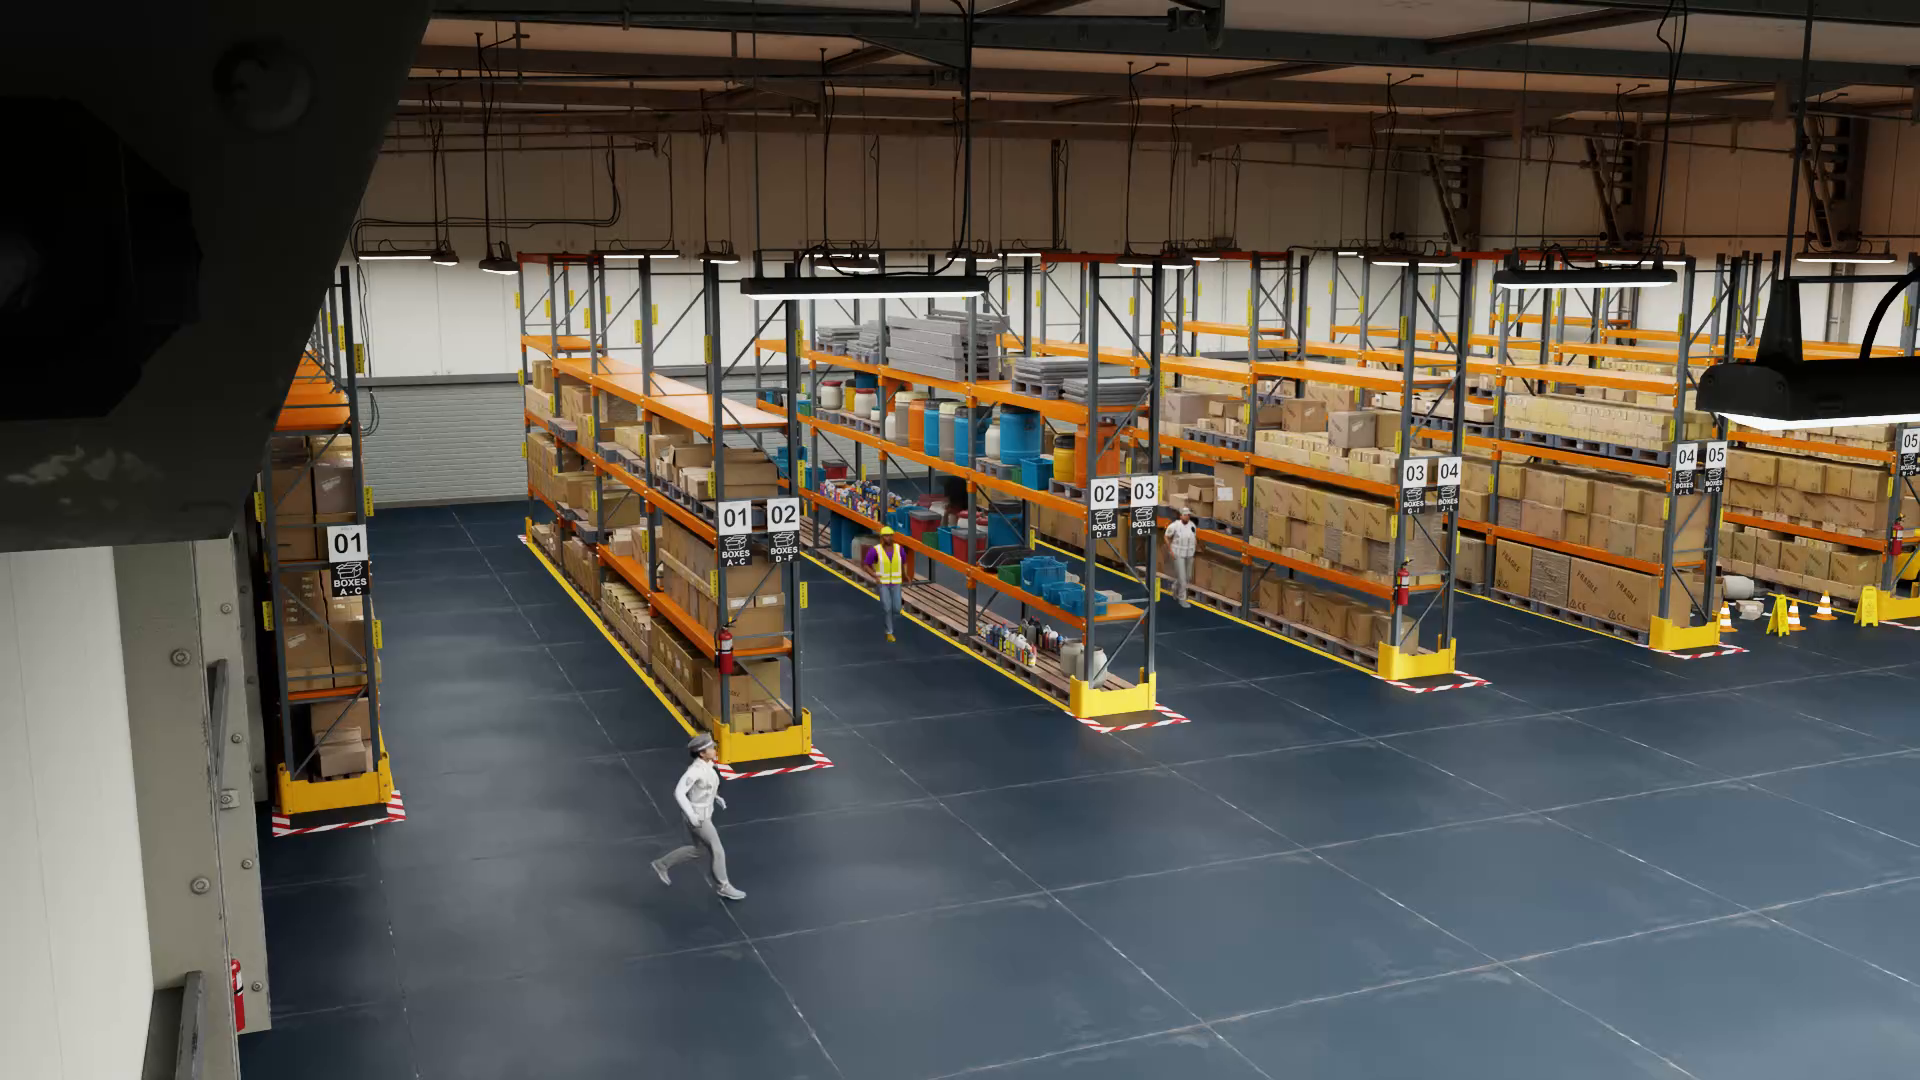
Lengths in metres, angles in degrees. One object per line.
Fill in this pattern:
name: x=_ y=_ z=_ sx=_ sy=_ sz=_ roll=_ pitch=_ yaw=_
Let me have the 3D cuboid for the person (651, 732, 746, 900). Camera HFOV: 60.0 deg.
person: x=-2.526 y=2.654 z=15.937 sx=0.894 sy=1.686 sz=0.639 roll=0 pitch=10 yaw=2

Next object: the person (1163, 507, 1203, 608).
person: x=3.655 y=0.259 z=27.574 sx=0.577 sy=1.643 sz=0.682 roll=-4 pitch=11 yaw=-23

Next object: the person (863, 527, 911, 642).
person: x=-1.108 y=0.648 z=25.136 sx=0.702 sy=1.735 sz=0.598 roll=-4 pitch=11 yaw=-20
